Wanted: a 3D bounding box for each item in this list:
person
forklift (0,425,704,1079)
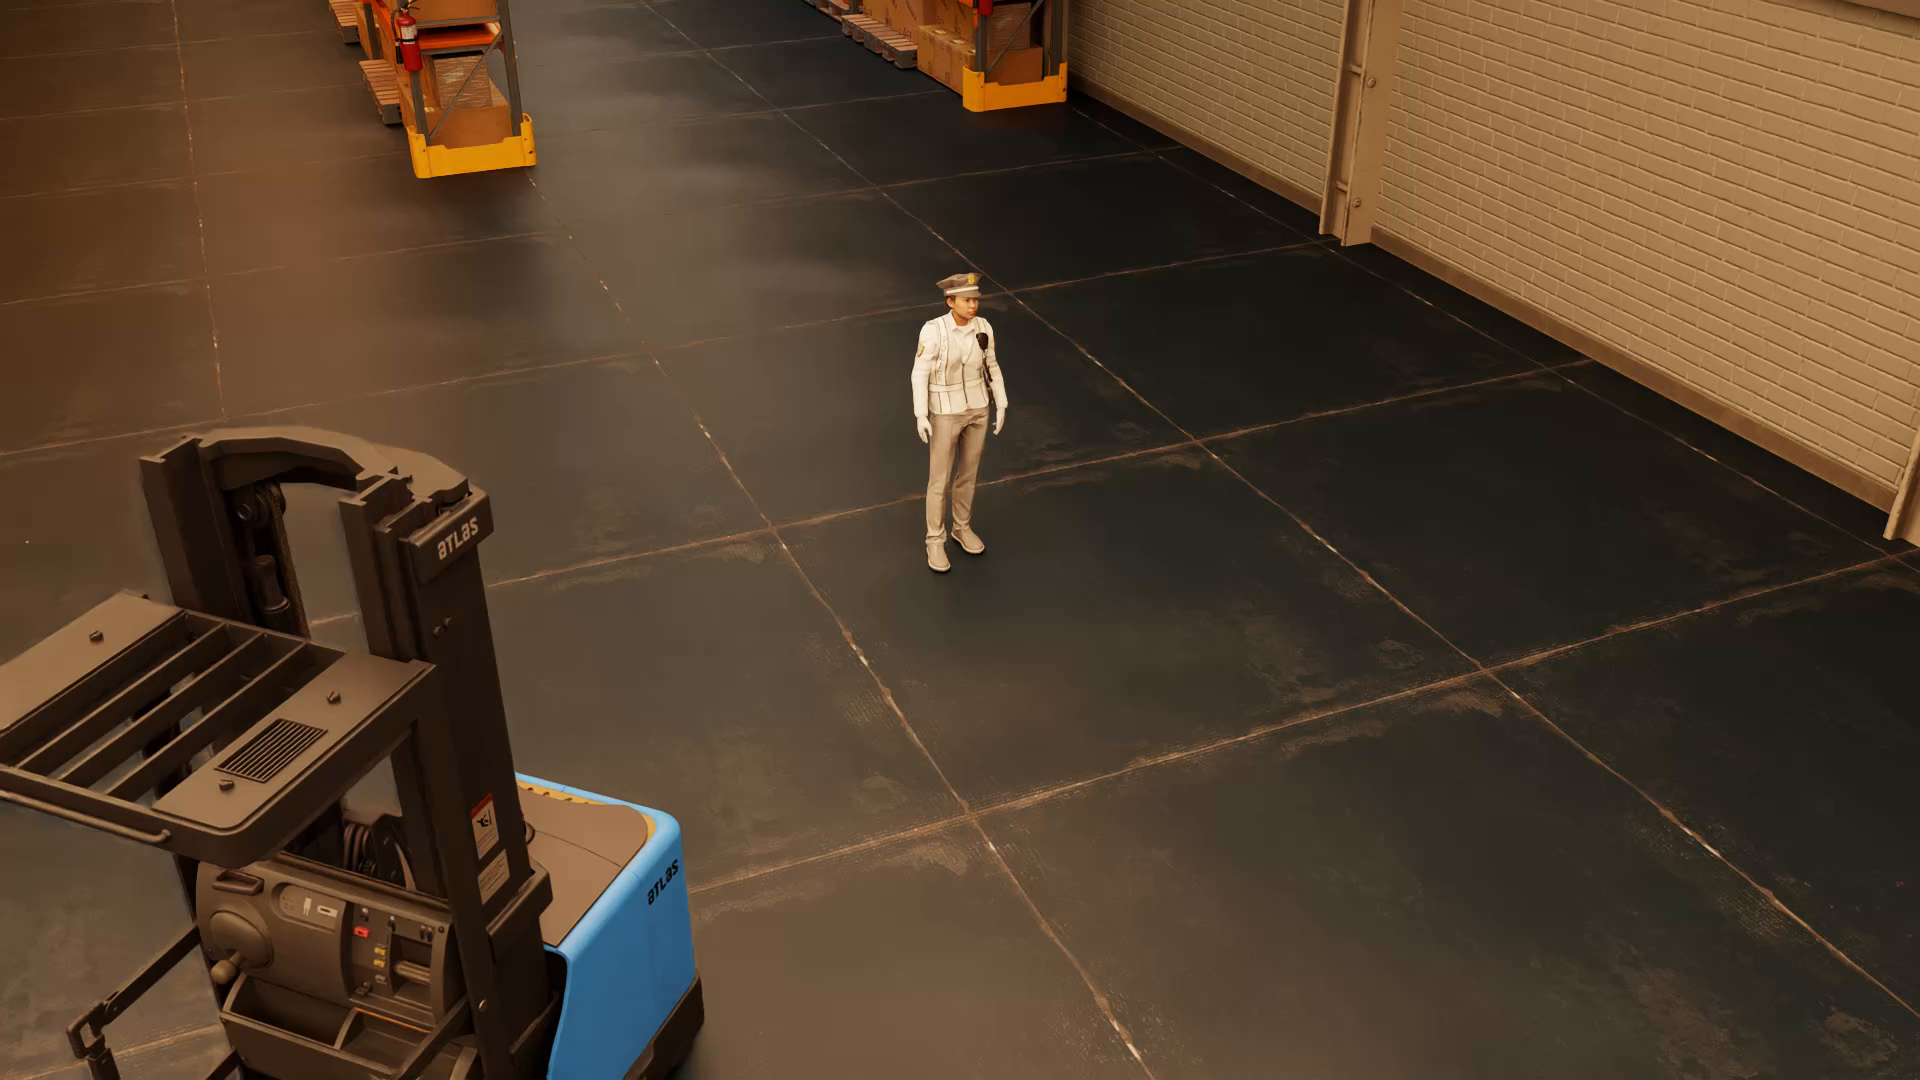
[{"bbox_3d":[0.021,-0.710,9.592,0.588,1.695,0.531,-12,32,-20],"label":"person"},{"bbox_3d":[-2.023,1.269,4.900,1.130,2.935,3.031,11,32,18],"label":"forklift"}]
